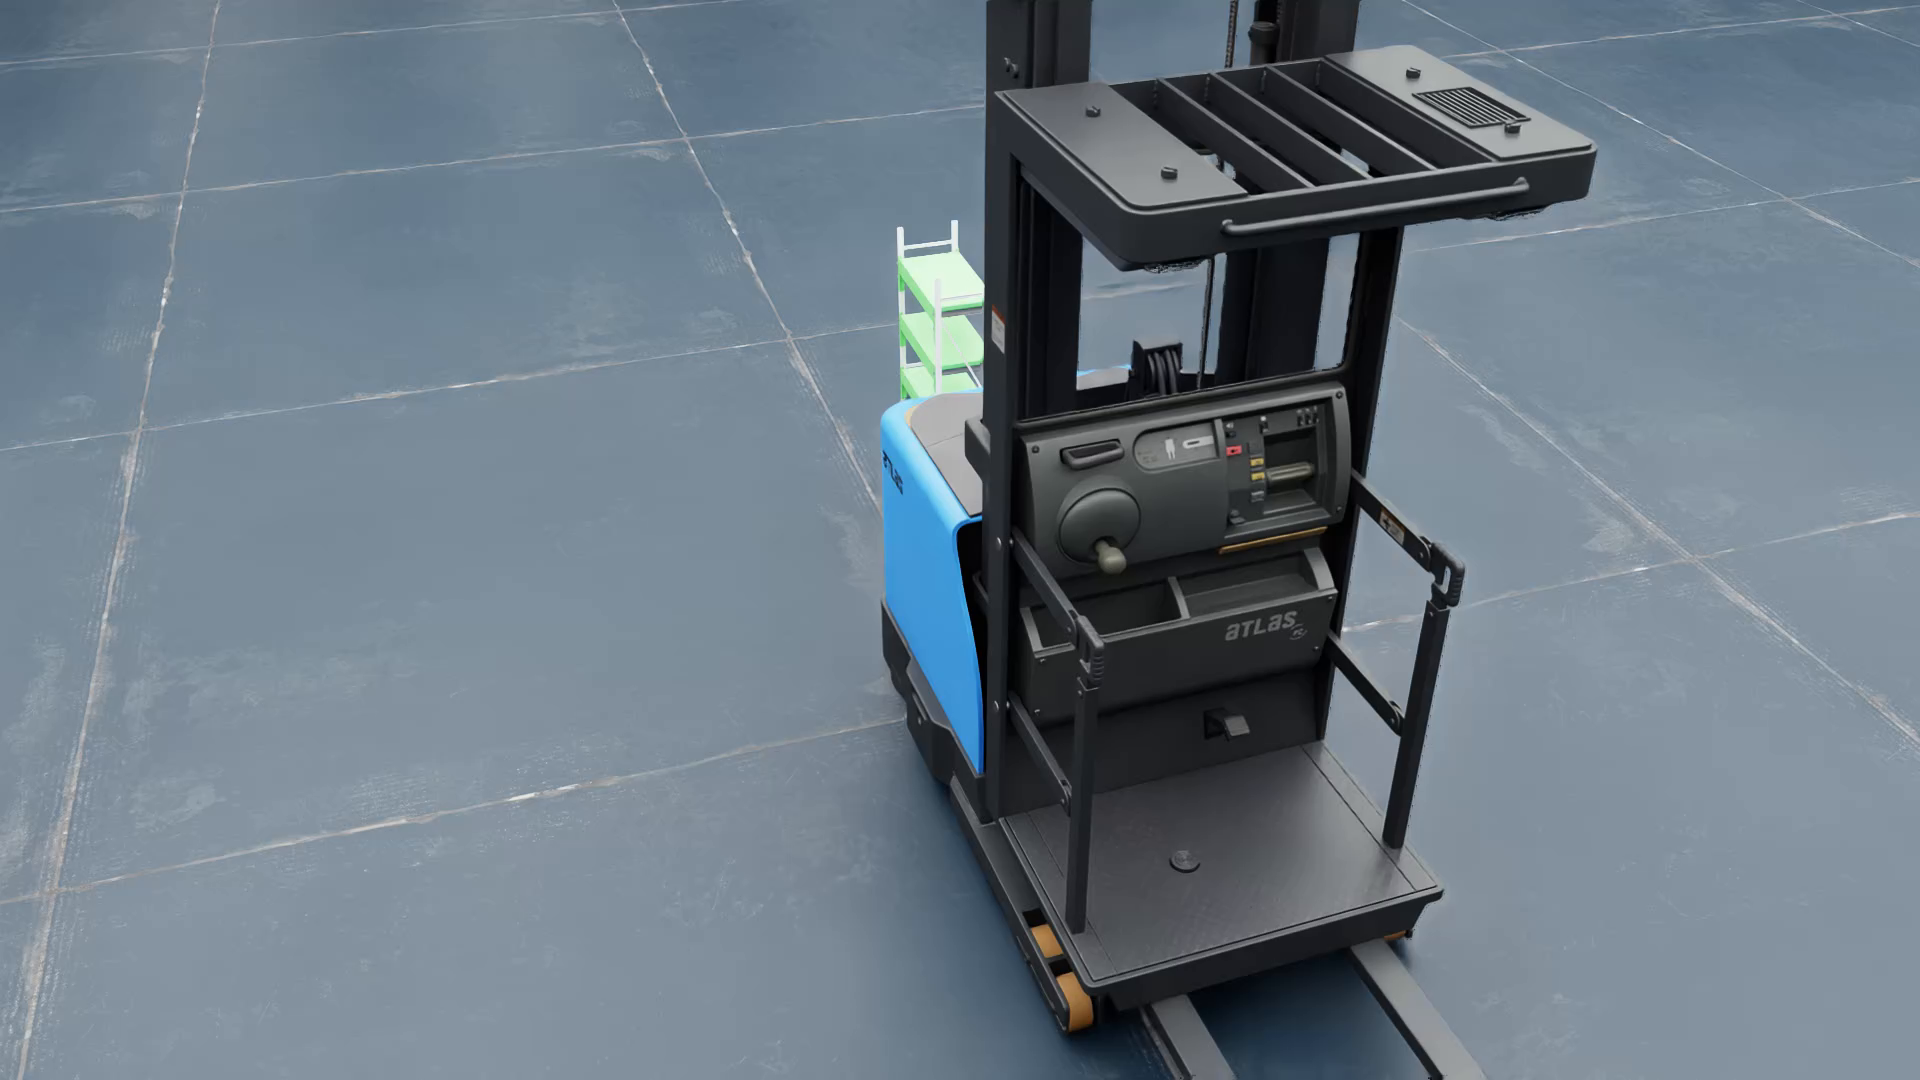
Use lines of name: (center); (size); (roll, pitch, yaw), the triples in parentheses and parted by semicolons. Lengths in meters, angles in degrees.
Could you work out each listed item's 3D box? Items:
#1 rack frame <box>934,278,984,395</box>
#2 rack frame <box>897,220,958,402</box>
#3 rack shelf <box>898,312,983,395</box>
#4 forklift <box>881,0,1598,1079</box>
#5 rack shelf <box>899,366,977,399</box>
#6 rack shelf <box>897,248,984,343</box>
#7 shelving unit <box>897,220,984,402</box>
rack frame: (0.024, -0.459, 6.357); (0.240, 1.200, 0.015); (-10, 35, -15)
rack frame: (-0.125, -0.716, 6.745); (0.240, 1.200, 0.015); (-10, 35, -15)
rack shelf: (-0.050, -0.734, 6.454); (0.258, 0.148, 0.480); (-10, 35, -15)
forklift: (0.689, -0.102, 4.245); (1.130, 2.935, 3.031); (-11, 35, -16)
rack shelf: (-0.050, -0.534, 6.586); (0.258, 0.148, 0.480); (-10, 35, -15)
rack shelf: (-0.050, -0.935, 6.321); (0.258, 0.148, 0.480); (-10, 35, -15)
shelving unit: (-0.050, -0.587, 6.551); (0.258, 1.200, 0.503); (-10, 35, -15)
